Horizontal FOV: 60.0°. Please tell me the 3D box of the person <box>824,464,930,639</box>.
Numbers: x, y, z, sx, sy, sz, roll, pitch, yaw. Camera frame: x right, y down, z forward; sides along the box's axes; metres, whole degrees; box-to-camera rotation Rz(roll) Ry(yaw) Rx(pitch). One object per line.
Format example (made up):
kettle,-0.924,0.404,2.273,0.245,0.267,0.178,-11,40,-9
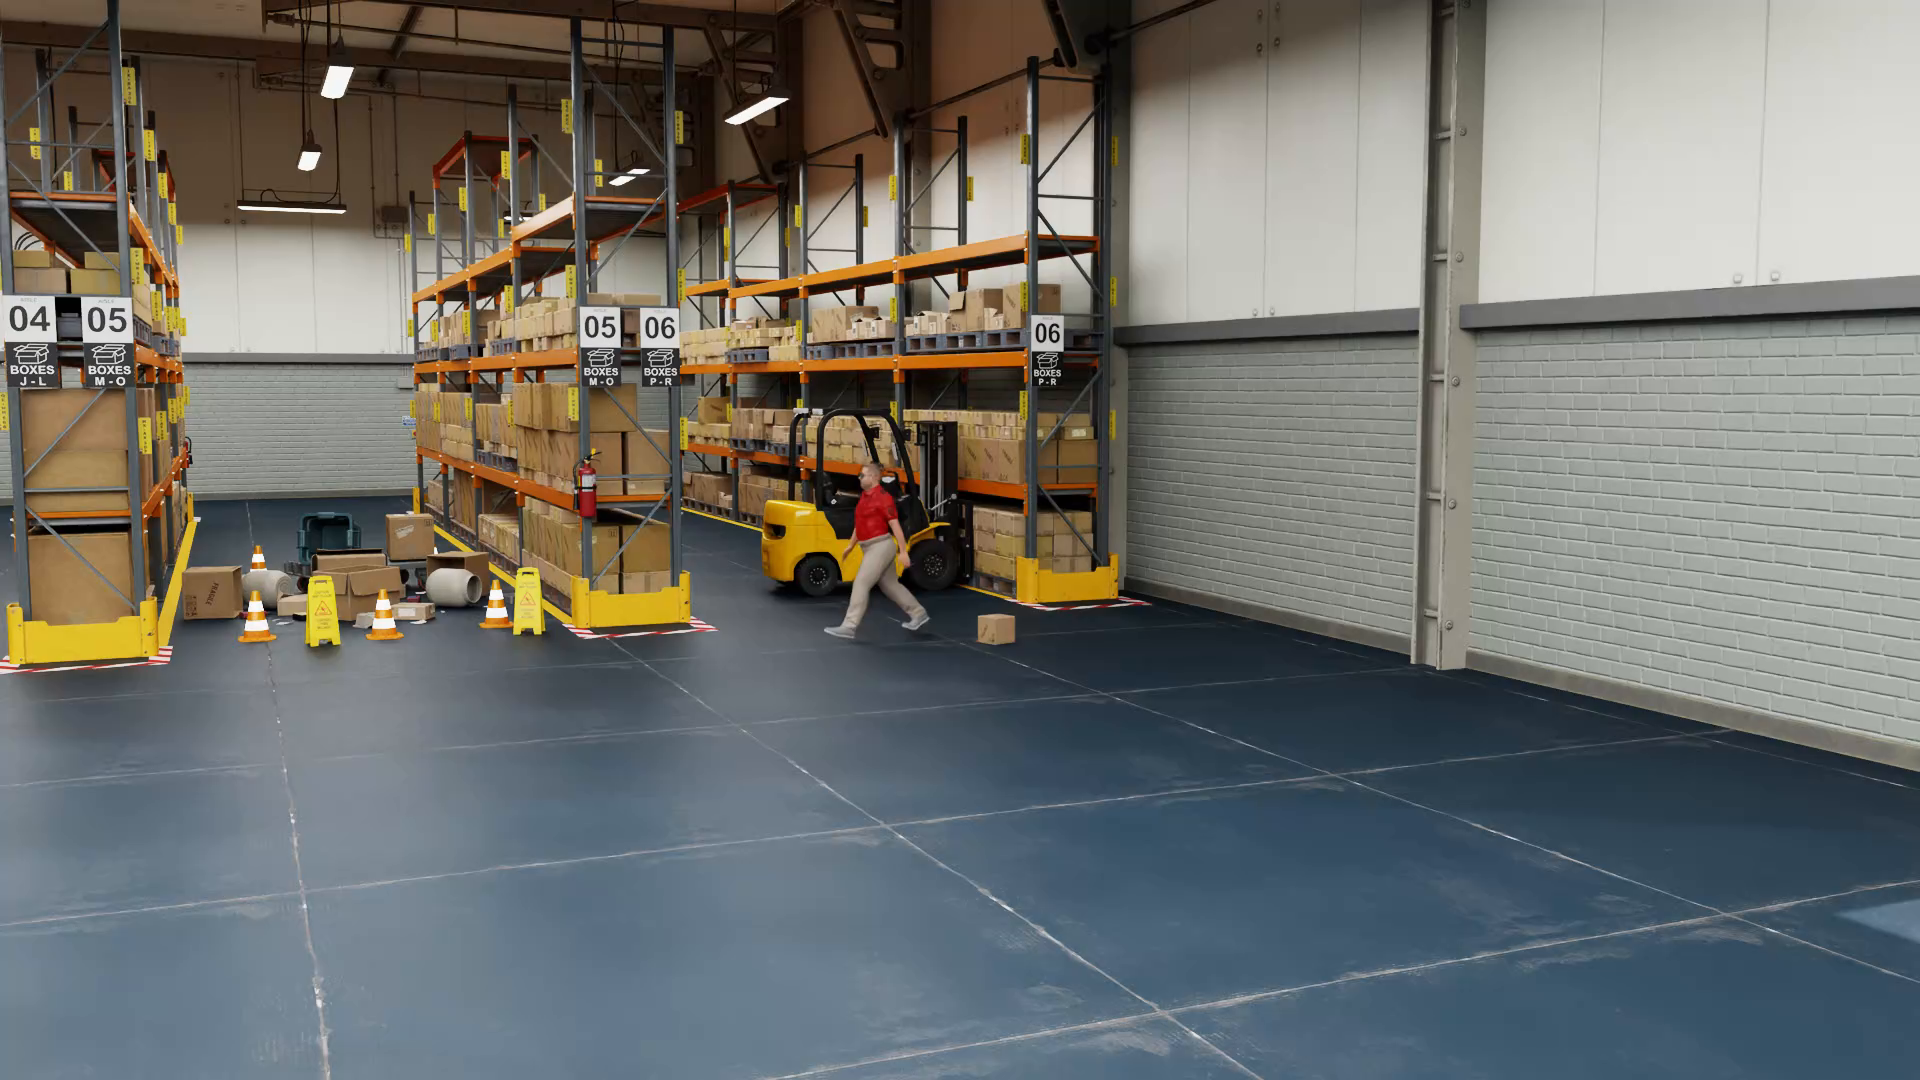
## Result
person,-0.799,0.099,15.953,1.128,1.662,0.577,-2,6,-19
